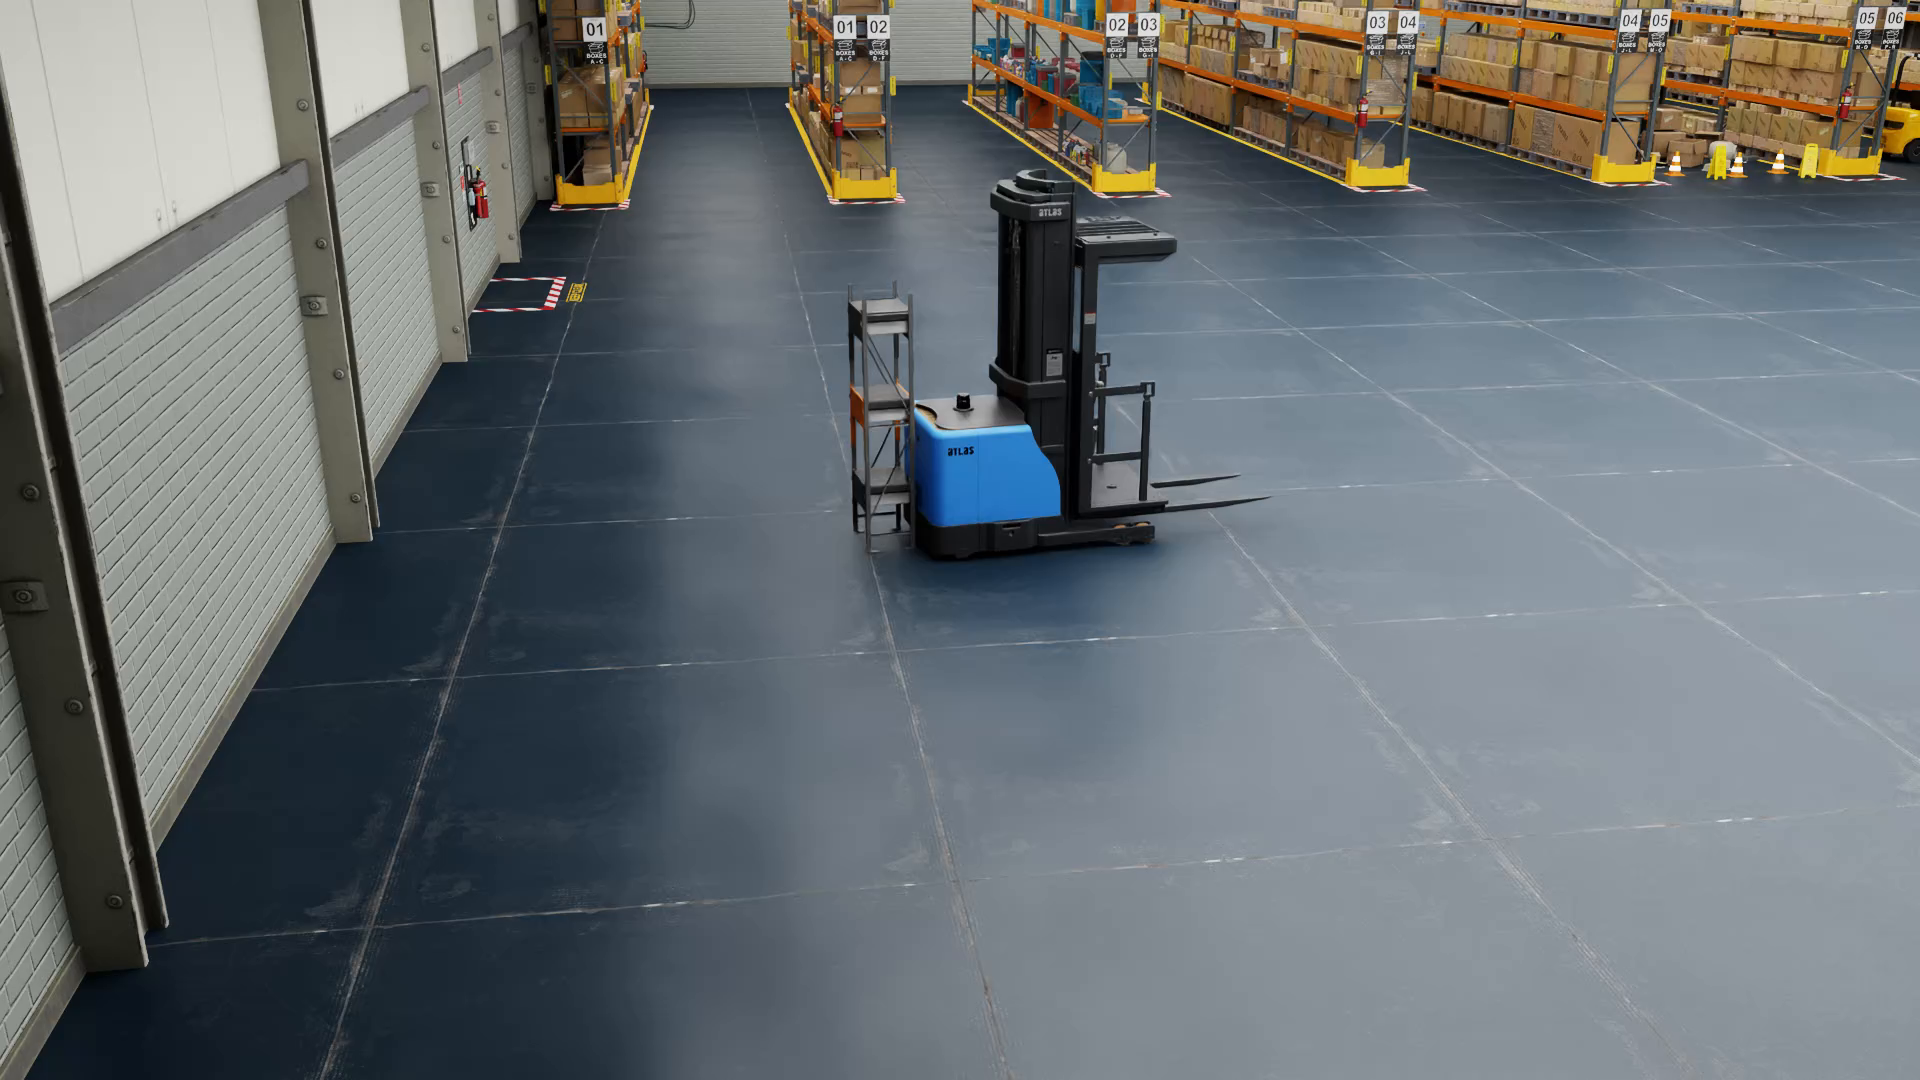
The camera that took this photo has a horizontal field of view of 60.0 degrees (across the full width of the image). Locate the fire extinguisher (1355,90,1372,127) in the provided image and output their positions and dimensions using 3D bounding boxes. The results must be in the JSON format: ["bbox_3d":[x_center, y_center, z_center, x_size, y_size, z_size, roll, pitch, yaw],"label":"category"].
[{"bbox_3d":[7.601,-8.139,31.331,0.296,0.674,0.183,-3,21,-8],"label":"fire extinguisher"}]

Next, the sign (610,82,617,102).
[{"bbox_3d":[-6.128,-7.922,29.402,0.100,0.325,0.005,-3,21,-8],"label":"sign"}]

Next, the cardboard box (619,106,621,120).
[{"bbox_3d":[-6.577,-7.969,30.950,0.500,0.250,0.500,-3,21,-9],"label":"cardboard box"}]

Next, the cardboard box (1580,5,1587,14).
[{"bbox_3d":[12.433,-10.435,32.697,0.380,0.149,0.250,-3,21,-9],"label":"cardboard box"}]

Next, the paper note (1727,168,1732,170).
[{"bbox_3d":[15.741,-7.574,33.951,0.148,0.019,0.142,-11,23,-26],"label":"paper note"}]

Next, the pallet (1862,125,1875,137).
[{"bbox_3d":[21.858,-9.745,39.505,1.003,0.211,1.213,-3,21,-8],"label":"pallet"}]

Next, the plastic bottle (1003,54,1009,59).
[{"bbox_3d":[1.145,-11.968,41.543,0.144,0.351,0.185,-3,21,-8],"label":"plastic bottle"}]

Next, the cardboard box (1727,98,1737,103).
[{"bbox_3d":[20.875,-11.991,44.507,0.500,0.500,0.500,-2,21,-5],"label":"cardboard box"}]

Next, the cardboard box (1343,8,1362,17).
[{"bbox_3d":[7.562,-10.111,31.859,0.380,0.149,0.250,-3,21,-7],"label":"cardboard box"}]

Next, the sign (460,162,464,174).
[{"bbox_3d":[-6.452,-4.823,21.534,0.001,0.109,0.331,-3,21,-8],"label":"sign"}]

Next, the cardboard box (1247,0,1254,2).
[{"bbox_3d":[6.770,-12.343,37.331,0.500,0.500,0.500,-3,21,-7],"label":"cardboard box"}]

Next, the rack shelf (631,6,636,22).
[{"bbox_3d":[-8.106,-12.019,38.351,1.077,0.370,4.000,-3,21,-8],"label":"rack shelf"}]

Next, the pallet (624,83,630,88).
[{"bbox_3d":[-7.492,-9.485,35.100,1.003,0.211,1.213,-3,21,-8],"label":"pallet"}]

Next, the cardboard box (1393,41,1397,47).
[{"bbox_3d":[11.022,-12.359,41.427,0.380,0.149,0.250,-2,21,-6],"label":"cardboard box"}]

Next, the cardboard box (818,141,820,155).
[{"bbox_3d":[-2.686,-8.162,34.613,0.500,0.250,0.500,-3,21,-8],"label":"cardboard box"}]

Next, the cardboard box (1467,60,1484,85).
[{"bbox_3d":[11.825,-10.578,37.608,0.500,0.500,0.500,-3,21,-8],"label":"cardboard box"}]

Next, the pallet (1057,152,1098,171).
[{"bbox_3d":[2.618,-7.832,34.385,1.003,0.211,1.213,-3,21,-8],"label":"pallet"}]

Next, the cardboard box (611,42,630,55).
[{"bbox_3d":[-7.632,-10.986,37.174,0.500,0.250,0.500,-2,21,-6],"label":"cardboard box"}]

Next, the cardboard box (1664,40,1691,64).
[{"bbox_3d":[16.695,-11.360,38.676,0.500,0.500,0.500,-3,21,-7],"label":"cardboard box"}]

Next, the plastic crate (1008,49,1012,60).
[{"bbox_3d":[1.371,-12.654,43.392,0.437,0.282,0.530,-3,21,-8],"label":"plastic crate"}]

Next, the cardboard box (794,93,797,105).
[{"bbox_3d":[-4.128,-11.649,43.919,0.500,0.250,0.500,-3,21,-8],"label":"cardboard box"}]

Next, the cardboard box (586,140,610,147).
[{"bbox_3d":[-7.052,-7.551,32.591,0.500,0.500,0.500,-4,21,-12],"label":"cardboard box"}]

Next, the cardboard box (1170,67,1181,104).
[{"bbox_3d":[6.165,-12.139,44.366,0.875,0.875,0.875,-3,21,-8],"label":"cardboard box"}]

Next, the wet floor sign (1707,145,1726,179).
[{"bbox_3d":[14.927,-7.440,32.715,0.267,0.644,0.232,-7,21,-17],"label":"wet floor sign"}]

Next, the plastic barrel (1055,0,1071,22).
[{"bbox_3d":[2.274,-11.179,34.355,0.600,0.901,0.708,-3,21,-8],"label":"plastic barrel"}]

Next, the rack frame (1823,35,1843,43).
[{"bbox_3d":[21.605,-11.760,40.914,1.000,3.000,0.127,-3,21,-8],"label":"rack frame"}]

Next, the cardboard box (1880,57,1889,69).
[{"bbox_3d":[21.708,-11.051,38.516,0.500,0.250,0.500,-3,21,-7],"label":"cardboard box"}]

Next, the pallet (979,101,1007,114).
[{"bbox_3d":[1.086,-11.513,44.239,1.003,0.211,1.213,-3,21,-8],"label":"pallet"}]

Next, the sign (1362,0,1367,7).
[{"bbox_3d":[7.488,-10.037,30.750,0.100,0.325,0.005,-3,21,-8],"label":"sign"}]

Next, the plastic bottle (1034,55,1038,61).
[{"bbox_3d":[1.892,-11.754,40.971,0.144,0.351,0.185,-3,21,-8],"label":"plastic bottle"}]

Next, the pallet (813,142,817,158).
[{"bbox_3d":[-2.664,-8.495,36.159,1.003,0.211,1.213,-3,21,-8],"label":"pallet"}]

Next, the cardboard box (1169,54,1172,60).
[{"bbox_3d":[5.757,-12.809,44.084,0.380,0.149,0.250,-3,21,-9],"label":"cardboard box"}]

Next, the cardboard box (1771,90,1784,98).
[{"bbox_3d":[17.237,-9.351,34.824,0.380,0.149,0.250,-3,21,-8],"label":"cardboard box"}]

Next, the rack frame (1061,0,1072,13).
[{"bbox_3d":[2.562,-12.184,33.476,1.000,3.000,0.127,-3,21,-8],"label":"rack frame"}]

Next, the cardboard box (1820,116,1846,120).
[{"bbox_3d":[17.920,-8.480,34.392,0.500,0.500,0.500,-4,21,-10],"label":"cardboard box"}]

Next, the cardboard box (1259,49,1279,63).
[{"bbox_3d":[7.184,-10.878,37.812,0.700,0.500,0.500,0,20,0],"label":"cardboard box"}]

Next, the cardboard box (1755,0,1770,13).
[{"bbox_3d":[17.146,-11.253,35.060,0.500,0.250,0.500,-3,21,-8],"label":"cardboard box"}]

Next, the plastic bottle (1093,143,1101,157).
[{"bbox_3d":[2.825,-8.012,34.146,0.152,0.276,0.135,-3,21,-8],"label":"plastic bottle"}]

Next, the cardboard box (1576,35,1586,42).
[{"bbox_3d":[16.066,-12.893,42.376,0.500,0.500,0.500,-3,21,-9],"label":"cardboard box"}]

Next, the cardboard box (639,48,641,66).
[{"bbox_3d":[-8.671,-12.477,42.407,0.980,0.700,0.700,-4,21,-10],"label":"cardboard box"}]

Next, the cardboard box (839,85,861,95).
[{"bbox_3d":[-2.007,-8.213,30.349,0.380,0.149,0.250,-3,21,-9],"label":"cardboard box"}]

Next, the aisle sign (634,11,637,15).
[{"bbox_3d":[-8.684,-14.286,43.964,0.394,0.787,0.004,-3,21,-8],"label":"aisle sign"}]

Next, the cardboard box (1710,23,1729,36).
[{"bbox_3d":[21.077,-14.094,45.882,0.500,0.500,0.500,-3,21,-9],"label":"cardboard box"}]

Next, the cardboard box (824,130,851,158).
[{"bbox_3d":[-2.364,-7.689,32.274,0.500,0.500,0.500,-3,21,-8],"label":"cardboard box"}]

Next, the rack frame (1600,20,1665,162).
[{"bbox_3d":[12.963,-8.453,32.062,1.000,3.000,0.127,-3,21,-8],"label":"rack frame"}]

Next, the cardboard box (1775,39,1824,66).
[{"bbox_3d":[17.382,-10.085,34.434,0.700,0.500,0.500,-3,21,-8],"label":"cardboard box"}]

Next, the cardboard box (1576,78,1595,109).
[{"bbox_3d":[12.764,-8.839,32.881,0.875,0.550,0.550,-3,21,-8],"label":"cardboard box"}]

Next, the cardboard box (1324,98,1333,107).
[{"bbox_3d":[7.475,-8.723,33.143,0.380,0.149,0.250,-3,21,-8],"label":"cardboard box"}]

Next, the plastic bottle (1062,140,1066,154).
[{"bbox_3d":[2.175,-8.169,34.571,0.097,0.271,0.097,0,20,0],"label":"plastic bottle"}]

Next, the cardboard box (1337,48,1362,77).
[{"bbox_3d":[7.639,-9.244,32.181,0.500,0.500,0.500,-3,21,-8],"label":"cardboard box"}]

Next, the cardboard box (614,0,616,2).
[{"bbox_3d":[-6.811,-10.453,31.530,0.500,0.500,0.500,-2,21,-5],"label":"cardboard box"}]

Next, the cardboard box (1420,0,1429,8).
[{"bbox_3d":[11.391,-13.033,39.893,0.500,0.500,0.500,-3,21,-8],"label":"cardboard box"}]

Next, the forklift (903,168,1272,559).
[{"bbox_3d":[1.099,-1.498,13.538,3.031,2.935,1.130,-6,21,-15],"label":"forklift"}]

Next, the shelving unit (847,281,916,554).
[{"bbox_3d":[-0.626,-0.978,13.333,0.431,2.100,0.503,-6,21,-15],"label":"shelving unit"}]
